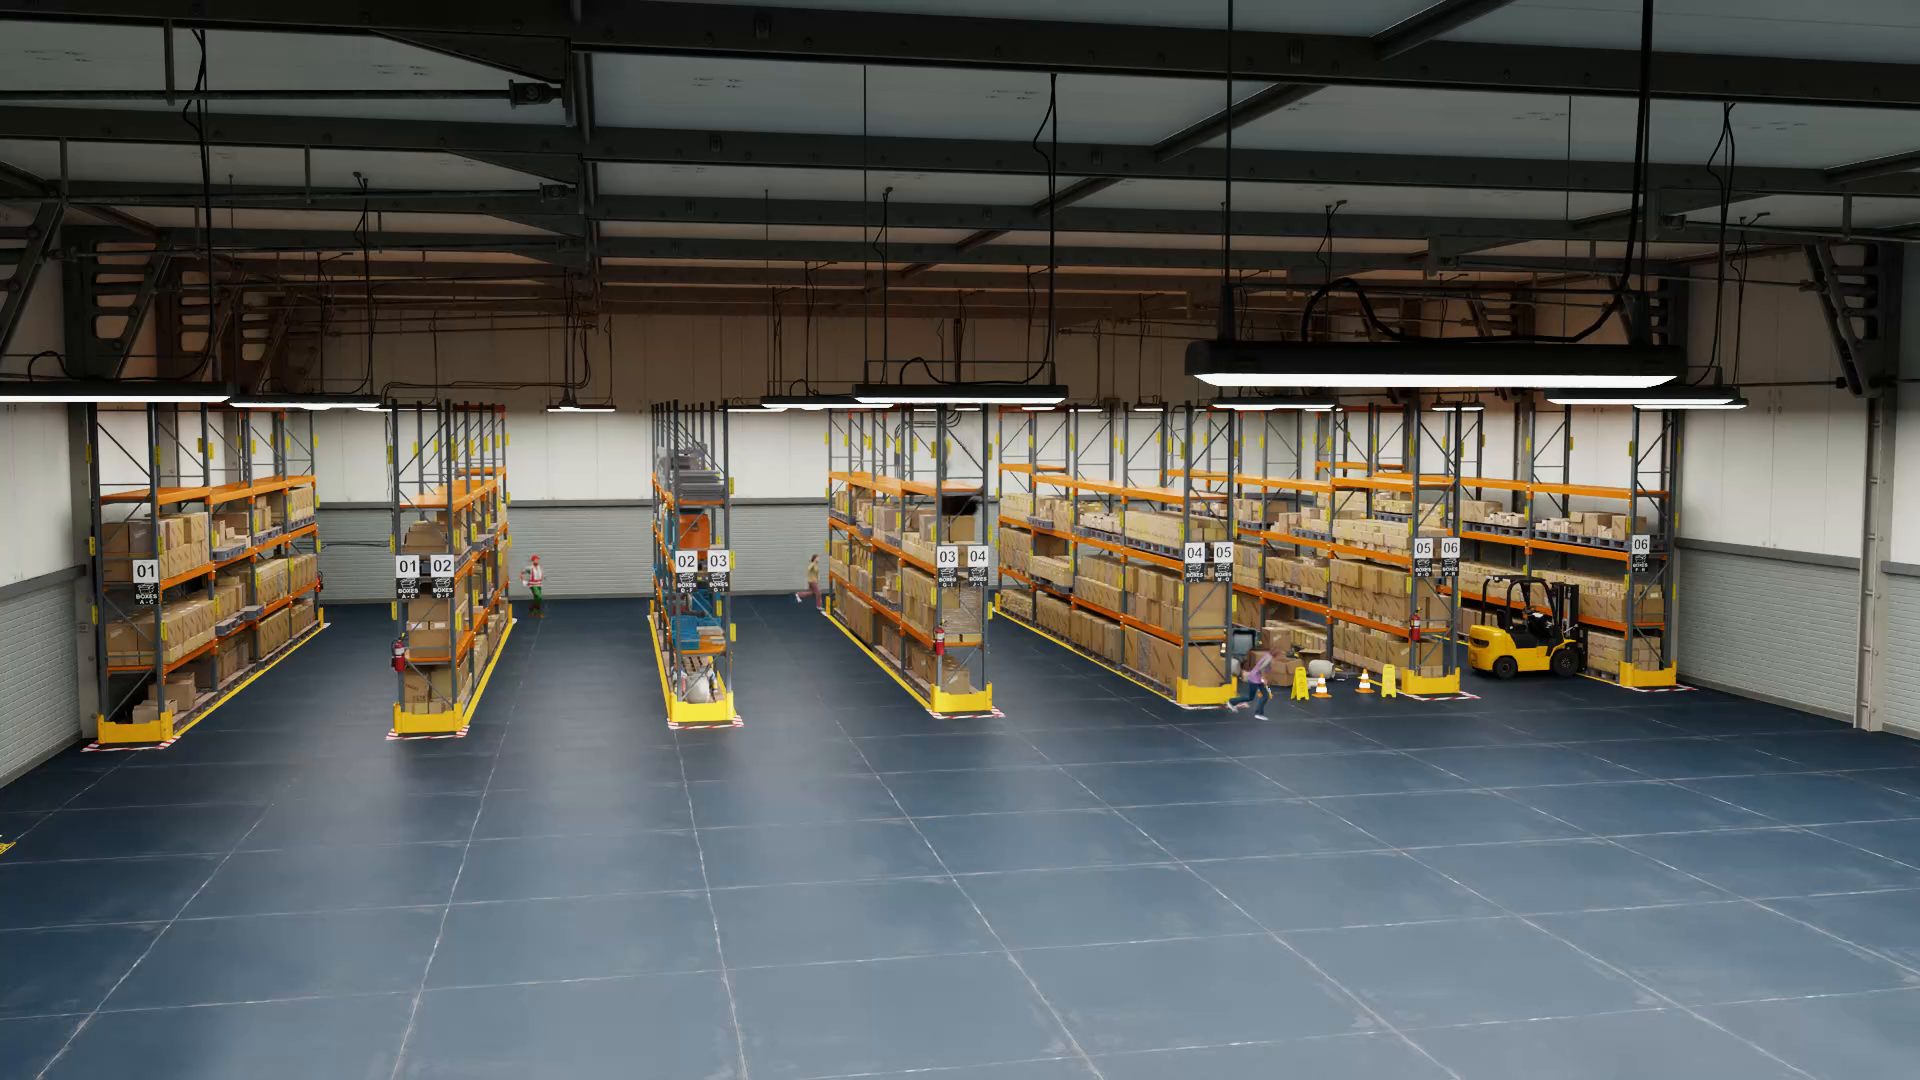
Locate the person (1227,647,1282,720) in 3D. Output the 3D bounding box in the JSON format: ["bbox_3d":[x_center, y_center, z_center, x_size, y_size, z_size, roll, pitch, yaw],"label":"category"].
[{"bbox_3d":[5.522,2.749,31.282,1.025,1.291,0.536,1,5,17],"label":"person"}]

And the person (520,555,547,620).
[{"bbox_3d":[-11.908,1.315,46.586,0.799,1.778,0.674,3,5,34],"label":"person"}]

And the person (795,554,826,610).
[{"bbox_3d":[-4.412,1.243,48.947,0.923,1.657,0.585,1,4,9],"label":"person"}]
